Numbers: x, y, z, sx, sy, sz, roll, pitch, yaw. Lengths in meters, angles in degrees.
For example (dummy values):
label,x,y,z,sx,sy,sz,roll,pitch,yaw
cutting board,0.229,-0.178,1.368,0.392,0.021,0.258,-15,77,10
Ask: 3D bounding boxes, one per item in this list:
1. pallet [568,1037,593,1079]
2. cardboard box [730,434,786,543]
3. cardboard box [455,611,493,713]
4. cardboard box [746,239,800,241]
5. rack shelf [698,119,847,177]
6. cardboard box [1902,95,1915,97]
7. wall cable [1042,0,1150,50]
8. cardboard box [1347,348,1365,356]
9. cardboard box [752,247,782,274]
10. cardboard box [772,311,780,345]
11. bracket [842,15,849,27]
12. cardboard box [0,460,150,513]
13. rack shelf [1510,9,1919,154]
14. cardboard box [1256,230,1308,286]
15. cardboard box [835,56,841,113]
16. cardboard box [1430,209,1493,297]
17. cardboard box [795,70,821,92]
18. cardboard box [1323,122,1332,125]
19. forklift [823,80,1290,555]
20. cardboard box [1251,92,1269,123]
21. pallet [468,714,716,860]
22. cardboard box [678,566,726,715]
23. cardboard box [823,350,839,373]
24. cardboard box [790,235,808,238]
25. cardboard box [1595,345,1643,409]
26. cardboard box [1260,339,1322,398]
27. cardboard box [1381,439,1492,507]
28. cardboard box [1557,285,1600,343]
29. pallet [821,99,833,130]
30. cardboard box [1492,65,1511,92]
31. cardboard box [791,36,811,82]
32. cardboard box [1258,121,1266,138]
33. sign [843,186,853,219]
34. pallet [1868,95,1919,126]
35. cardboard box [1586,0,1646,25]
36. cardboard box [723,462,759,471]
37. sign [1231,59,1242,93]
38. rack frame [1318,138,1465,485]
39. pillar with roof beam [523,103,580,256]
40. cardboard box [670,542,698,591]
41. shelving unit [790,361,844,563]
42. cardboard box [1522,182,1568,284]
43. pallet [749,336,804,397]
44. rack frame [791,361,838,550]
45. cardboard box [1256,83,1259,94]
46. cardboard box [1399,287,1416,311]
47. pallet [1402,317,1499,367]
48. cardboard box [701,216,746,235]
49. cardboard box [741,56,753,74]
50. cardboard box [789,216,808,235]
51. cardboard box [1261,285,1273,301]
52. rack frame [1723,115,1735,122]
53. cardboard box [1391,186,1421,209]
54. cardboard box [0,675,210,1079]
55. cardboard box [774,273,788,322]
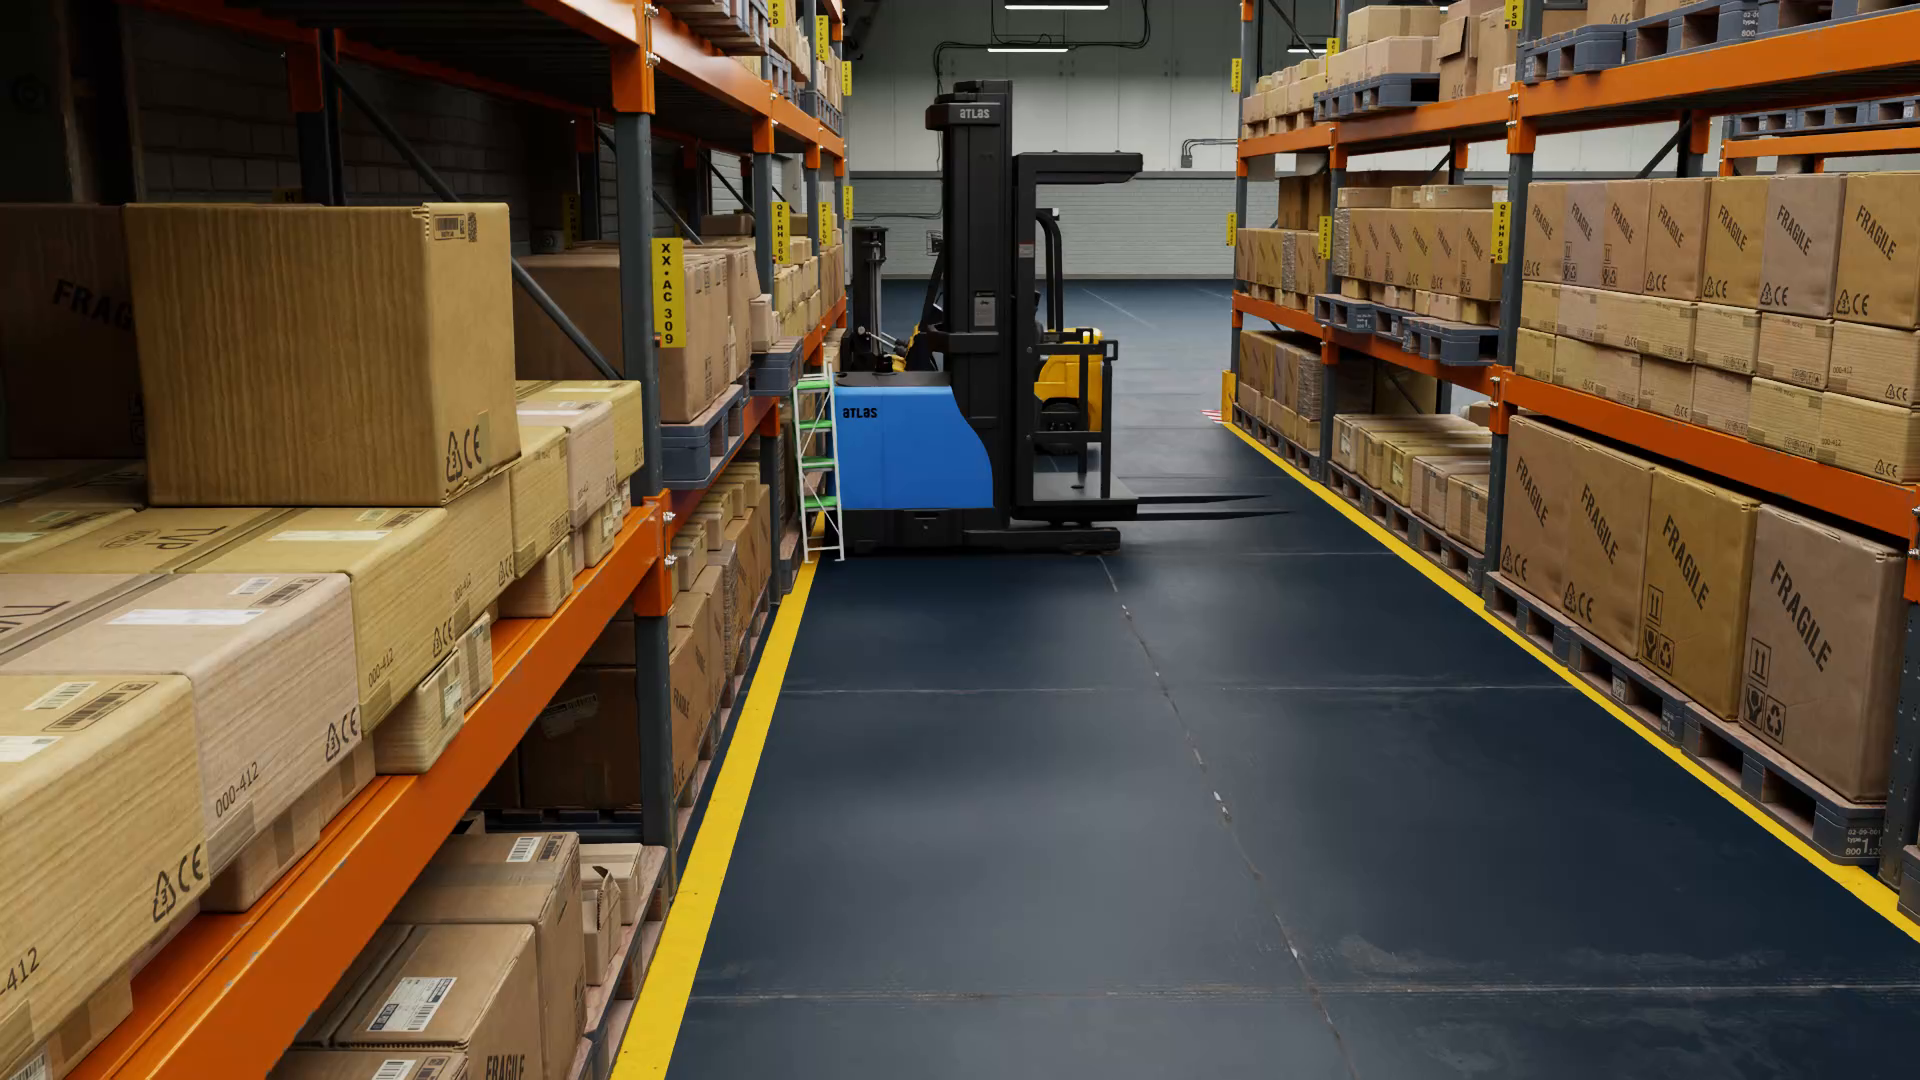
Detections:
label,x,y,z,sx,sy,sz,roll,pitch,yaw
pallet,-1.379,1.432,3.470,1.003,0.211,1.213,0,11,-1
cardboard box,-1.502,-0.275,9.789,0.875,0.625,0.625,0,11,1
cardboard box,-1.073,0.229,3.018,0.380,0.149,0.250,0,11,0
cardboard box,-1.300,-2.000,11.491,0.380,0.149,0.250,-1,11,-3
rack shelf,-1.627,-3.420,14.635,1.077,0.370,4.000,0,11,-1
cardboard box,7.984,-3.740,13.731,0.380,0.149,0.250,0,11,0
wall cable,3.885,-15.258,47.304,3.097,2.526,0.112,0,11,-1
cardboard box,3.612,-1.376,14.271,0.500,0.500,0.500,0,11,1
cardboard box,-1.222,-1.594,9.488,0.380,0.149,0.250,0,11,0
cardboard box,-1.106,-1.063,8.330,0.380,0.149,0.250,0,11,0
bracket,-2.688,-11.951,38.283,0.235,0.232,0.430,0,11,-1
cardboard box,-1.638,0.013,3.078,0.500,0.250,0.500,0,11,-1
rack shelf,3.501,-1.850,6.901,1.077,0.370,4.000,0,11,-1
cardboard box,3.052,-2.616,15.410,0.500,0.500,0.500,0,11,-2
cardboard box,-1.416,-4.386,16.033,0.500,0.500,0.500,0,11,1
cardboard box,3.150,-1.723,9.952,0.500,0.500,0.500,0,11,-2
cardboard box,-1.292,-3.597,13.023,0.380,0.149,0.250,0,11,0
cardboard box,3.065,-3.334,13.036,0.380,0.149,0.250,0,11,-1
forklift,0.621,-1.446,10.814,3.031,2.935,1.130,-1,12,-4
cardboard box,3.039,-4.062,15.621,0.500,0.250,0.500,0,11,-2
pallet,-1.475,0.891,6.137,1.003,0.211,1.213,0,11,-1
cardboard box,-1.232,0.403,6.760,0.500,0.500,0.500,-1,11,-3
cardboard box,-1.283,-1.452,14.016,0.500,0.250,0.500,0,11,-1
cardboard box,-1.330,-2.336,13.145,0.380,0.149,0.250,0,11,-2
cardboard box,3.251,-0.752,7.600,0.500,0.250,0.500,0,11,1
cardboard box,3.053,-1.577,15.260,0.500,0.500,0.500,0,11,0
cardboard box,3.424,-0.458,11.326,0.950,0.372,0.625,0,11,1
cardboard box,3.232,-1.097,8.044,0.500,0.250,0.500,0,11,0
pallet,-1.652,-3.743,14.640,1.003,0.211,1.213,0,11,-1
cardboard box,3.230,-2.589,9.362,0.380,0.149,0.250,0,11,-1
cardboard box,-1.327,-3.443,11.857,0.500,0.311,0.500,-1,11,-3
cardboard box,3.042,-3.896,15.805,0.380,0.149,0.250,0,11,0
sign,-1.126,-3.383,16.680,0.100,0.325,0.005,0,11,-1
pallet,8.317,-3.555,13.718,1.003,0.211,1.213,0,11,-1
cardboard box,3.618,-2.783,8.370,0.797,0.503,0.637,-1,12,-5
cardboard box,-1.240,-0.311,8.646,0.380,0.149,0.250,-1,11,-4
sign,2.751,-4.617,16.529,0.100,0.325,0.005,0,11,-1
rack frame,3.377,-1.926,13.006,1.000,3.000,0.127,0,11,-1
pillar with roof beam,1.873,-4.323,9.733,9.100,9.000,0.400,0,11,-1
cardboard box,-1.249,0.105,6.598,0.380,0.149,0.250,0,11,-1
shelving unit,-0.895,-0.494,10.325,0.258,1.200,0.503,-4,9,-8
cardboard box,3.225,-1.570,8.489,0.500,0.500,0.500,-1,11,-3
pallet,-1.419,-0.881,8.339,1.213,0.211,1.003,0,11,-1
rack frame,-0.931,-0.528,10.564,0.240,1.200,0.015,-4,9,-8
cardboard box,3.097,-4.387,16.221,0.380,0.149,0.250,0,11,-2
cardboard box,3.106,-1.585,10.903,0.380,0.149,0.250,-1,11,-3
pallet,3.338,-1.178,9.802,1.213,0.211,1.003,0,11,-1
cardboard box,-1.895,-2.479,13.105,0.380,0.149,0.250,0,11,-1
cardboard box,-1.239,-2.305,7.709,0.500,0.250,0.500,0,11,-1
cardboard box,-1.296,-2.482,13.116,0.380,0.149,0.250,0,11,0
cardboard box,3.036,-2.324,15.603,0.380,0.149,0.250,0,11,0
rack frame,8.241,-5.701,16.528,1.000,3.000,0.127,0,11,-1
cardboard box,3.158,-2.334,11.330,0.380,0.149,0.250,0,11,2
cardboard box,-1.078,0.317,1.580,0.500,0.250,0.500,0,11,-1
cardboard box,-1.243,-1.370,9.388,0.500,0.250,0.500,0,11,-1
